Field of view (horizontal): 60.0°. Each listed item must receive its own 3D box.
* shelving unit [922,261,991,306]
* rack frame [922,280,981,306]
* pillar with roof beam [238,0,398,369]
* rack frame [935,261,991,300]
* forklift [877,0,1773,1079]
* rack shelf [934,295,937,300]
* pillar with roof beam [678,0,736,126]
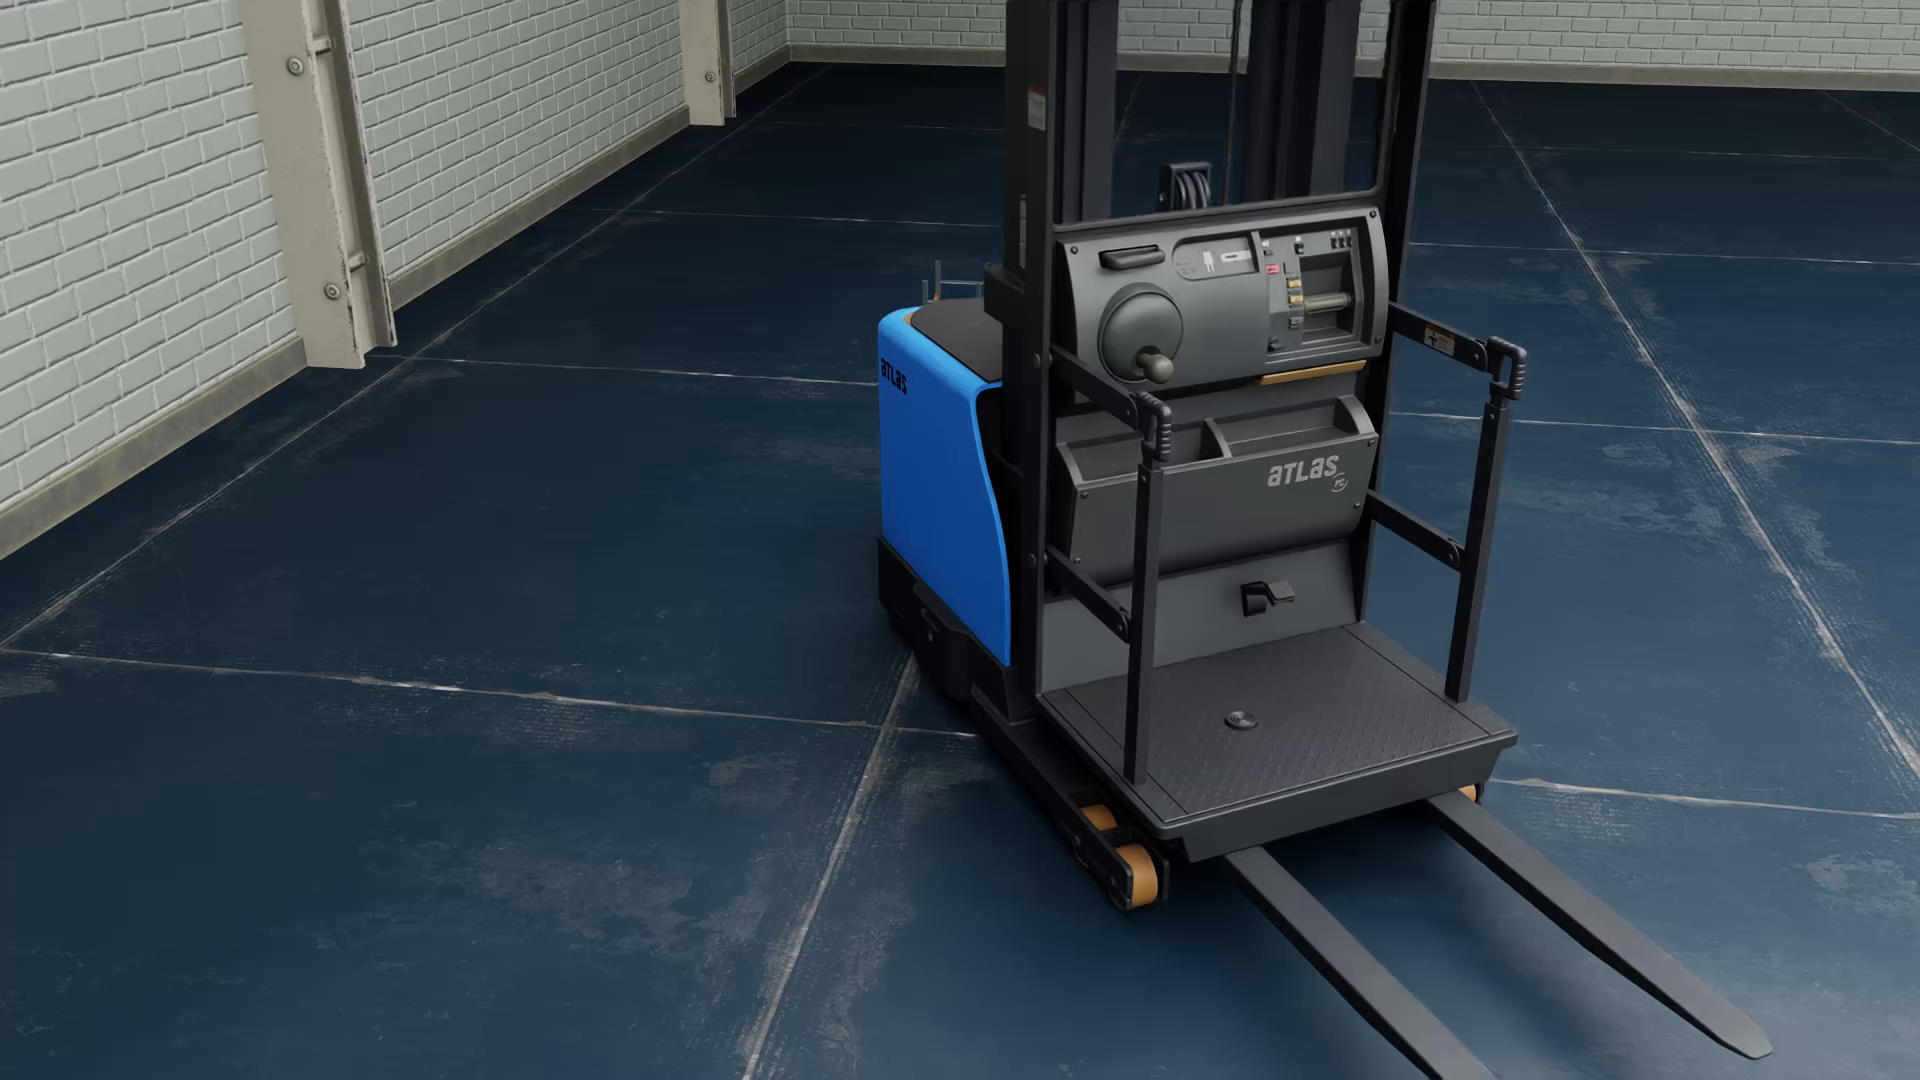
[{"bbox_3d":[-0.009,-0.453,5.980,0.215,1.050,0.252,4,25,9],"label":"shelving unit"},{"bbox_3d":[-0.029,-0.402,5.871,0.200,1.050,0.008,4,25,9],"label":"rack frame"},{"bbox_3d":[1.238,-4.694,5.663,9.100,9.000,0.400,4,25,9],"label":"pillar with roof beam"},{"bbox_3d":[0.011,-0.504,6.089,0.200,1.050,0.008,4,25,9],"label":"rack frame"},{"bbox_3d":[0.779,-0.594,4.062,1.130,2.935,3.031,-11,27,-21],"label":"forklift"},{"bbox_3d":[-0.009,-0.701,5.864,0.215,0.259,0.240,4,25,9],"label":"rack shelf"},{"bbox_3d":[2.219,-7.203,11.024,9.100,9.000,0.400,4,25,9],"label":"pillar with roof beam"}]
